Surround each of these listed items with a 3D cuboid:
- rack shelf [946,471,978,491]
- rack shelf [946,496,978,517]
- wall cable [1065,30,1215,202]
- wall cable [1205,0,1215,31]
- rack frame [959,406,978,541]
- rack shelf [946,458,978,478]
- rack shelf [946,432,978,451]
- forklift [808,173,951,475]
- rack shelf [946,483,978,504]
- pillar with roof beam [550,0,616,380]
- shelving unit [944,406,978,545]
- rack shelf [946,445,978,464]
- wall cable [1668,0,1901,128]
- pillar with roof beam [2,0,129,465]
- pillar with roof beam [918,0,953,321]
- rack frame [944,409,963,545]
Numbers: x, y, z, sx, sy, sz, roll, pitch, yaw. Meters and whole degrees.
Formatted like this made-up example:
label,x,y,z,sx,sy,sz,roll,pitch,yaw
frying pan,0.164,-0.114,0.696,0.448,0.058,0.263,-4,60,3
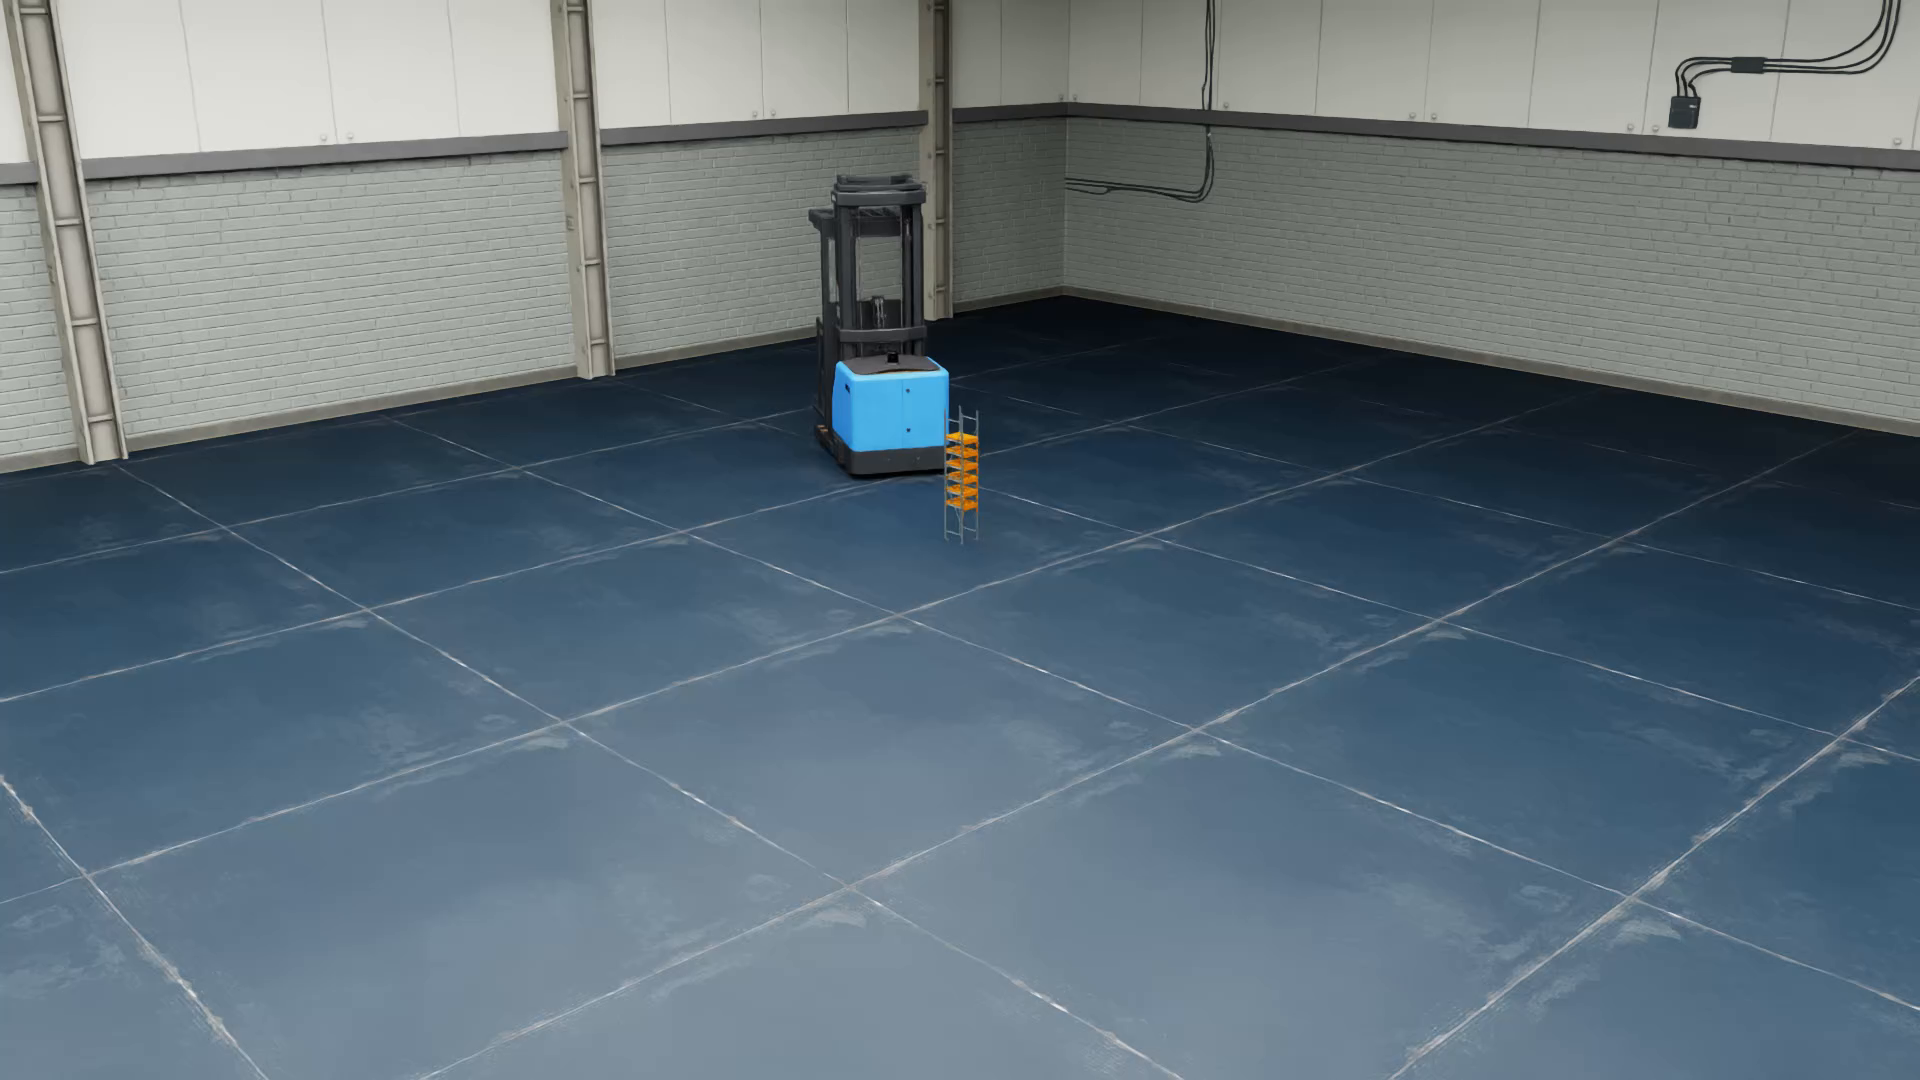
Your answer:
label,x,y,z,sx,sy,sz,roll,pitch,yaw
rack shelf,0.011,-0.532,14.823,0.180,0.103,0.258,-16,24,-41
rack shelf,0.011,-0.303,14.897,0.180,0.103,0.258,-16,24,-41
wall cable,2.693,-6.534,25.580,0.112,2.526,3.097,-16,24,-41
wall cable,4.552,-8.330,22.931,0.112,2.526,3.097,-16,24,-41
rack frame,0.077,-0.593,14.869,0.006,1.200,0.240,-16,24,-41
rack shelf,0.011,-0.646,14.786,0.180,0.103,0.258,-16,24,-41
rack shelf,0.011,-0.874,14.712,0.180,0.103,0.258,-16,24,-41
forklift,-0.986,-2.472,17.856,1.130,2.935,3.031,-5,19,-15
rack shelf,0.011,-0.417,14.860,0.180,0.103,0.258,-16,24,-41
pillar with roof beam,-1.758,-5.447,17.193,0.400,9.000,9.100,-16,24,-41
shelving unit,0.011,-0.574,14.809,0.189,1.200,0.258,-16,24,-41
rack shelf,0.011,-0.760,14.749,0.180,0.103,0.258,-16,24,-41
wall cable,9.204,-7.498,18.005,0.169,6.003,2.305,-16,24,-41
pillar with roof beam,-6.117,-4.175,13.272,0.400,9.000,9.100,-16,24,-41
pillar with roof beam,2.602,-6.718,21.114,0.400,9.000,9.100,-16,24,-41
rack frame,-0.056,-0.554,14.749,0.006,1.200,0.240,-16,24,-41
